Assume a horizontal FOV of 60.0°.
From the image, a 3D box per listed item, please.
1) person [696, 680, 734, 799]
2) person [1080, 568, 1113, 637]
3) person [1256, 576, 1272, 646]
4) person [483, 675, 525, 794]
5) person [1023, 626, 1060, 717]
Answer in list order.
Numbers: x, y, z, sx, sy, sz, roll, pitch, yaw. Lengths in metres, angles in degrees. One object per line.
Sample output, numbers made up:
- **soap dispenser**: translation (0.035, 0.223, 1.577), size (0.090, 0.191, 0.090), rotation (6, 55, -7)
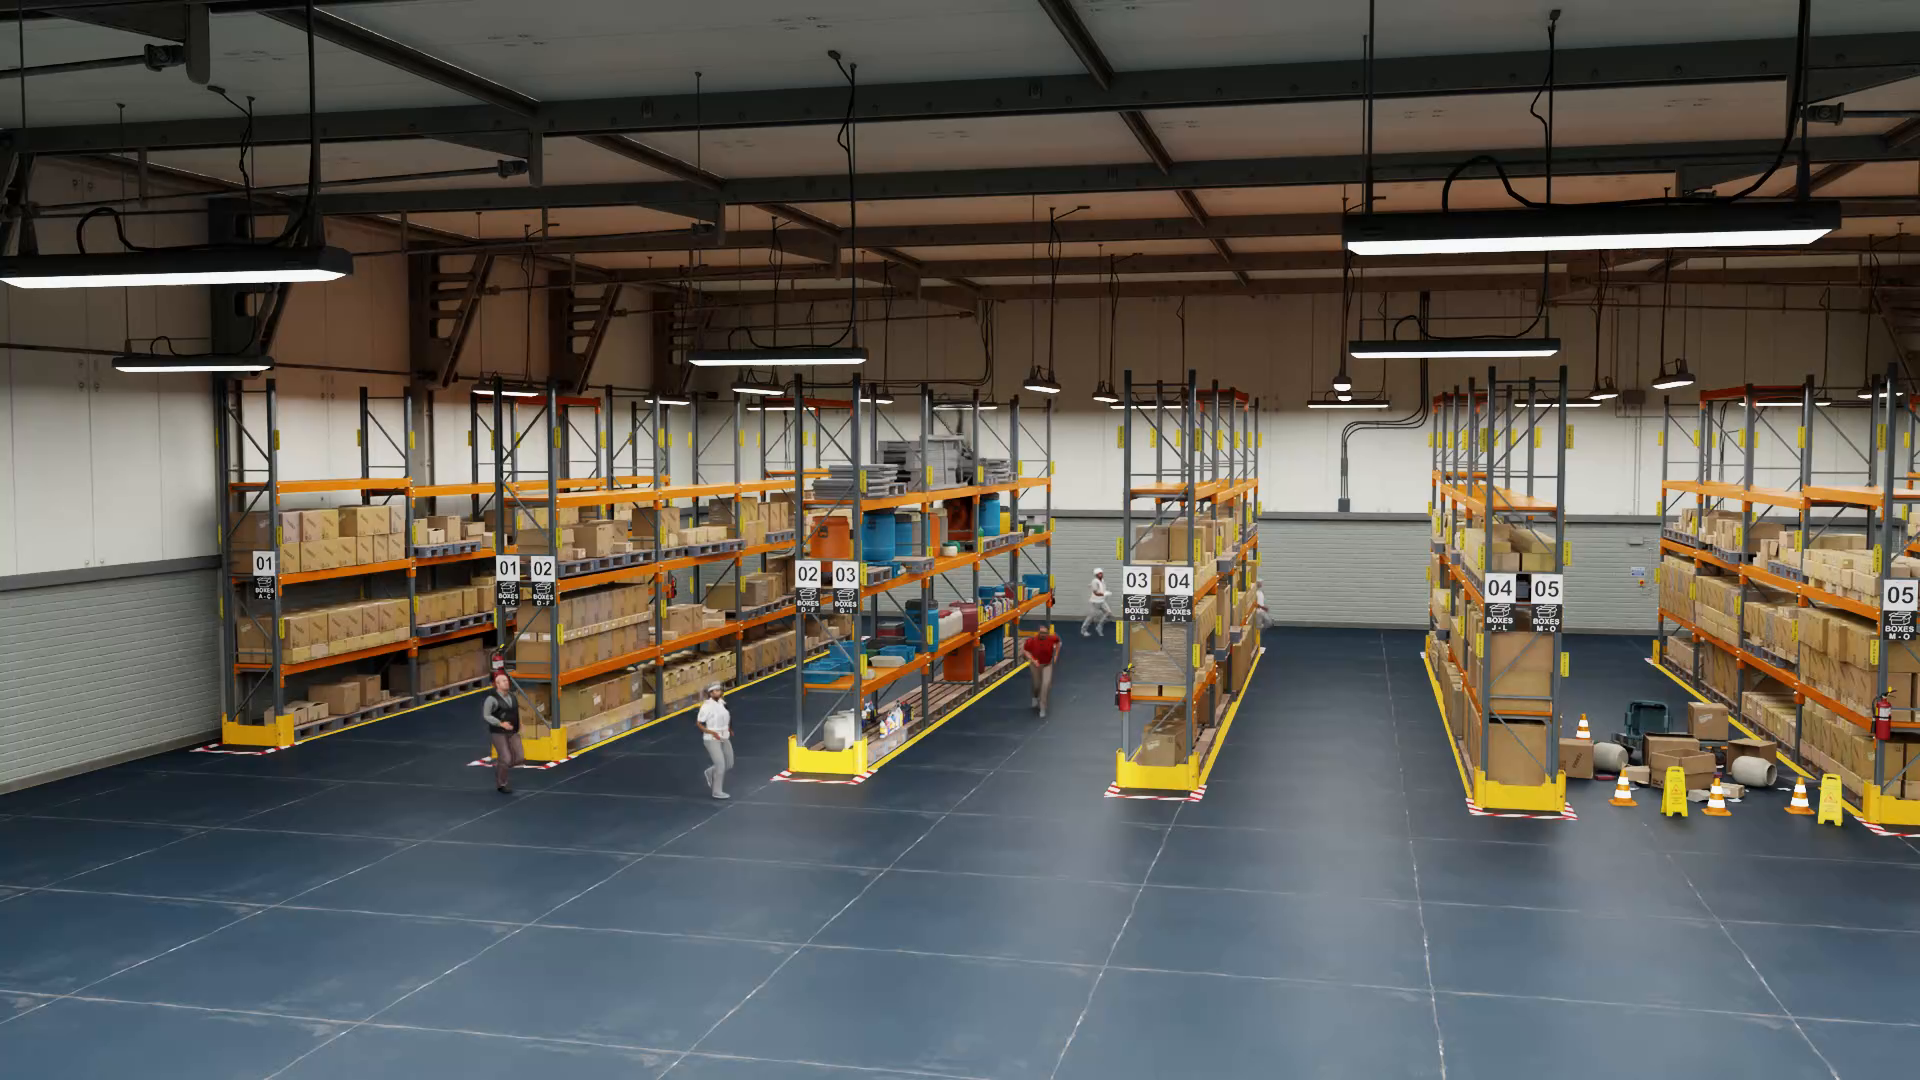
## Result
- **person**: translation (-3.435, 2.779, 23.293), size (0.586, 1.644, 0.573), rotation (3, 4, 38)
- **person**: translation (3.505, 1.581, 42.124), size (0.865, 1.762, 0.703), rotation (2, 4, 30)
- **person**: translation (7.232, 1.734, 40.214), size (0.564, 1.720, 0.693), rotation (1, 4, 21)
- **person**: translation (-6.463, 2.751, 23.635), size (0.579, 1.680, 0.658), rotation (2, 4, 36)
- **person**: translation (1.481, 2.374, 30.557), size (0.703, 1.695, 1.020), rotation (0, 3, -7)
